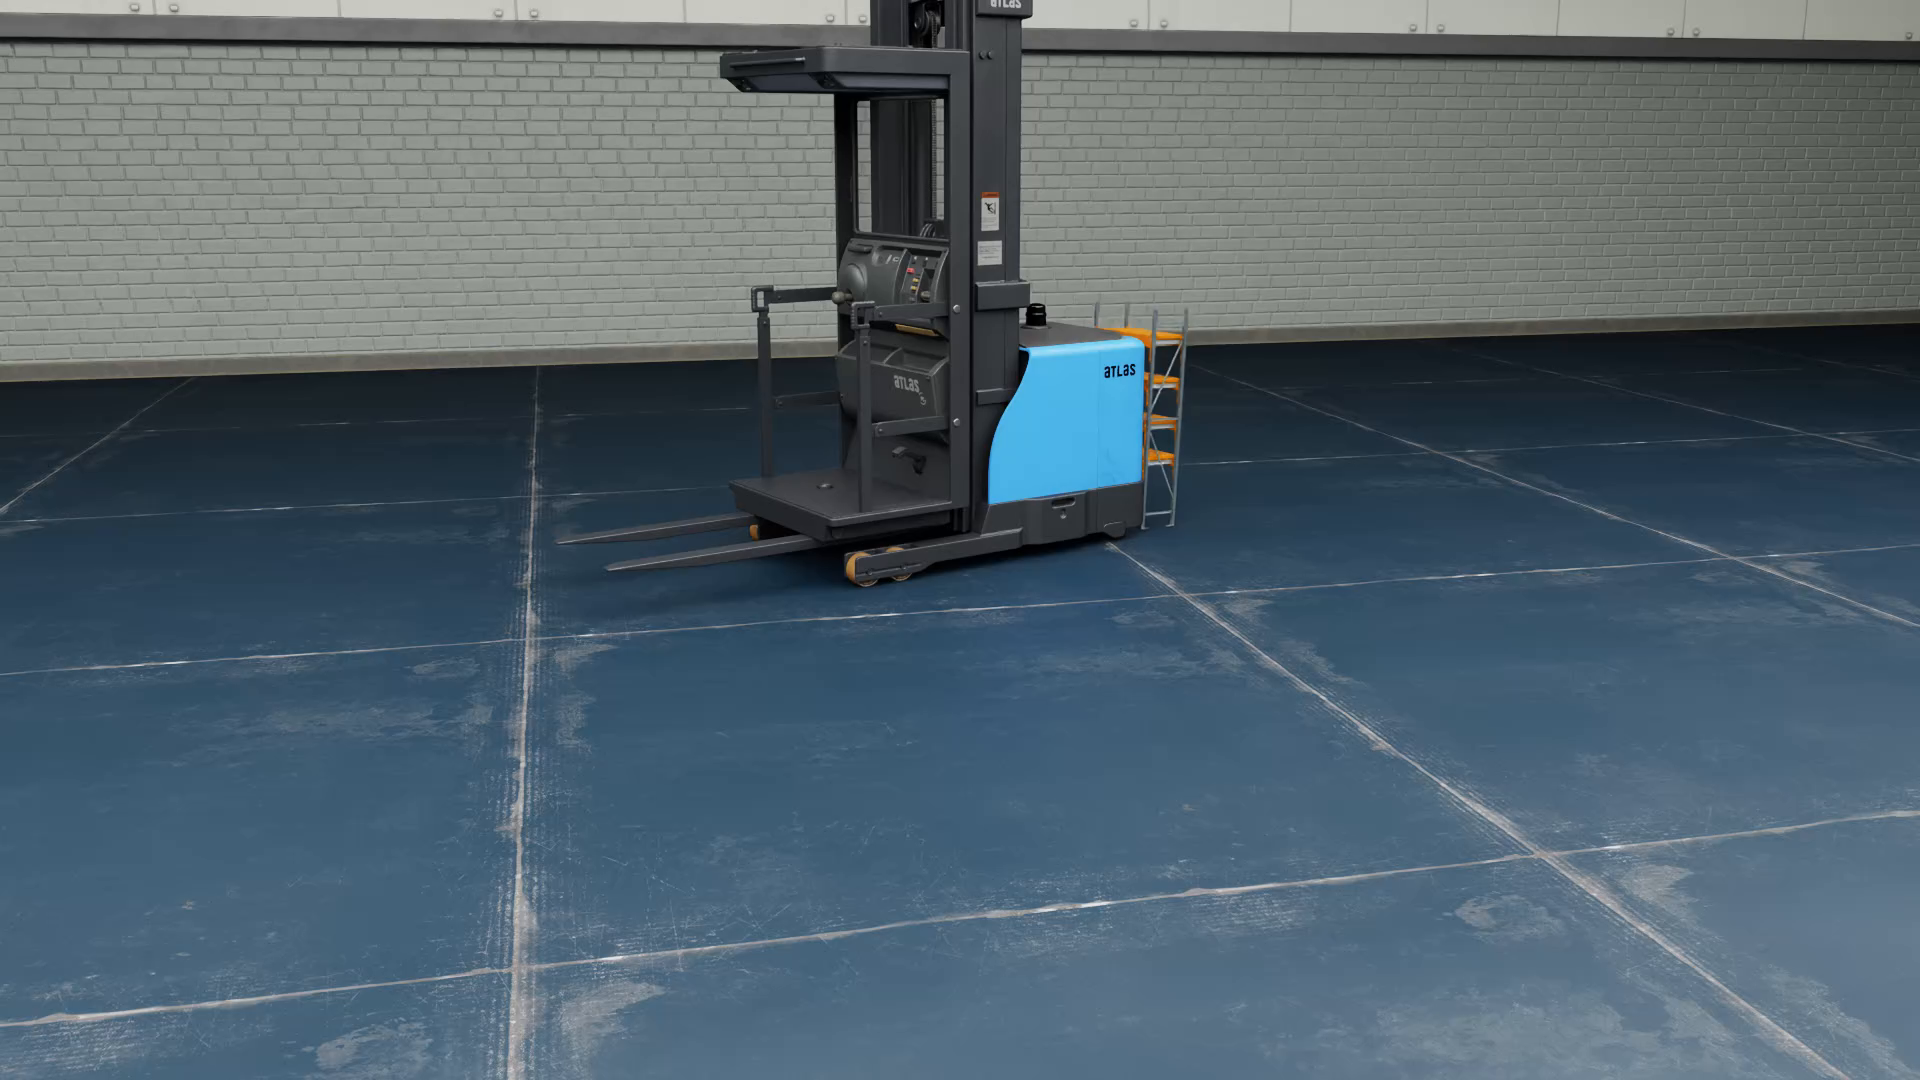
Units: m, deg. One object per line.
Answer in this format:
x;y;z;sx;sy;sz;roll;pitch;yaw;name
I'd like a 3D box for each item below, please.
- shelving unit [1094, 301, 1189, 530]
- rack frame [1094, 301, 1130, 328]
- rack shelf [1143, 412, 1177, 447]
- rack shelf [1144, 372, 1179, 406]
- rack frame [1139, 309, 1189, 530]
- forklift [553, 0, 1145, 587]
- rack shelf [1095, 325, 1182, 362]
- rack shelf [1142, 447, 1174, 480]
0.971;-0.701;9.244;0.258;1.200;0.503;-6;15;-34;shelving unit
0.833;-0.749;9.439;0.240;1.200;0.015;-6;15;-34;rack frame
0.968;-0.636;9.258;0.258;0.148;0.480;-6;15;-34;rack shelf
0.977;-0.854;9.211;0.258;0.148;0.480;-6;15;-34;rack shelf
1.109;-0.653;9.048;0.240;1.200;0.015;-6;15;-34;rack frame
-0.513;-1.340;8.237;3.031;2.935;1.130;-9;17;-33;forklift
0.986;-1.085;9.161;0.258;0.148;0.480;-6;15;-34;rack shelf
0.961;-0.442;9.300;0.258;0.148;0.480;-6;15;-34;rack shelf
